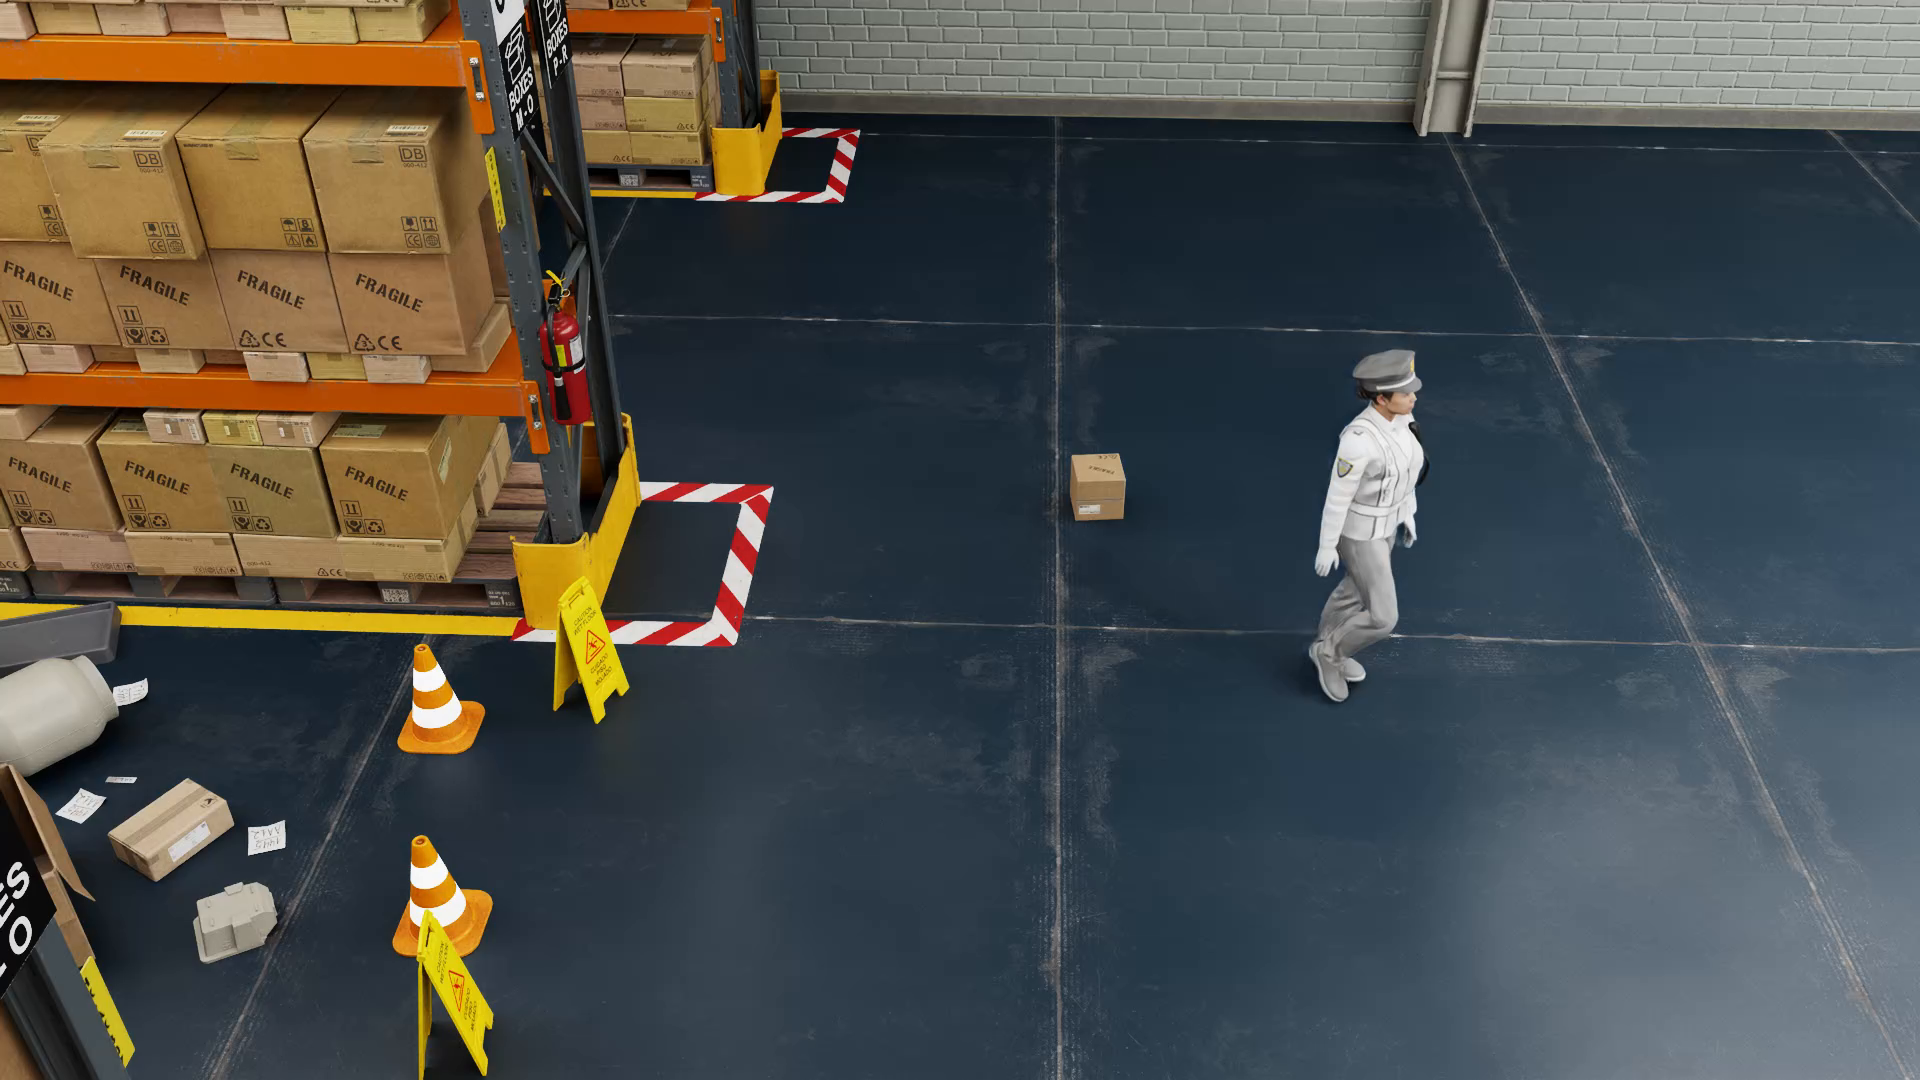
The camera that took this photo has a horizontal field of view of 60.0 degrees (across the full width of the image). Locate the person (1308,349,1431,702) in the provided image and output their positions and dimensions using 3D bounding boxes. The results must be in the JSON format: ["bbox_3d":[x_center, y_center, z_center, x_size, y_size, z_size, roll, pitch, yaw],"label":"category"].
[{"bbox_3d":[1.777,-0.034,7.117,0.439,1.716,0.519,24,42,29],"label":"person"}]
